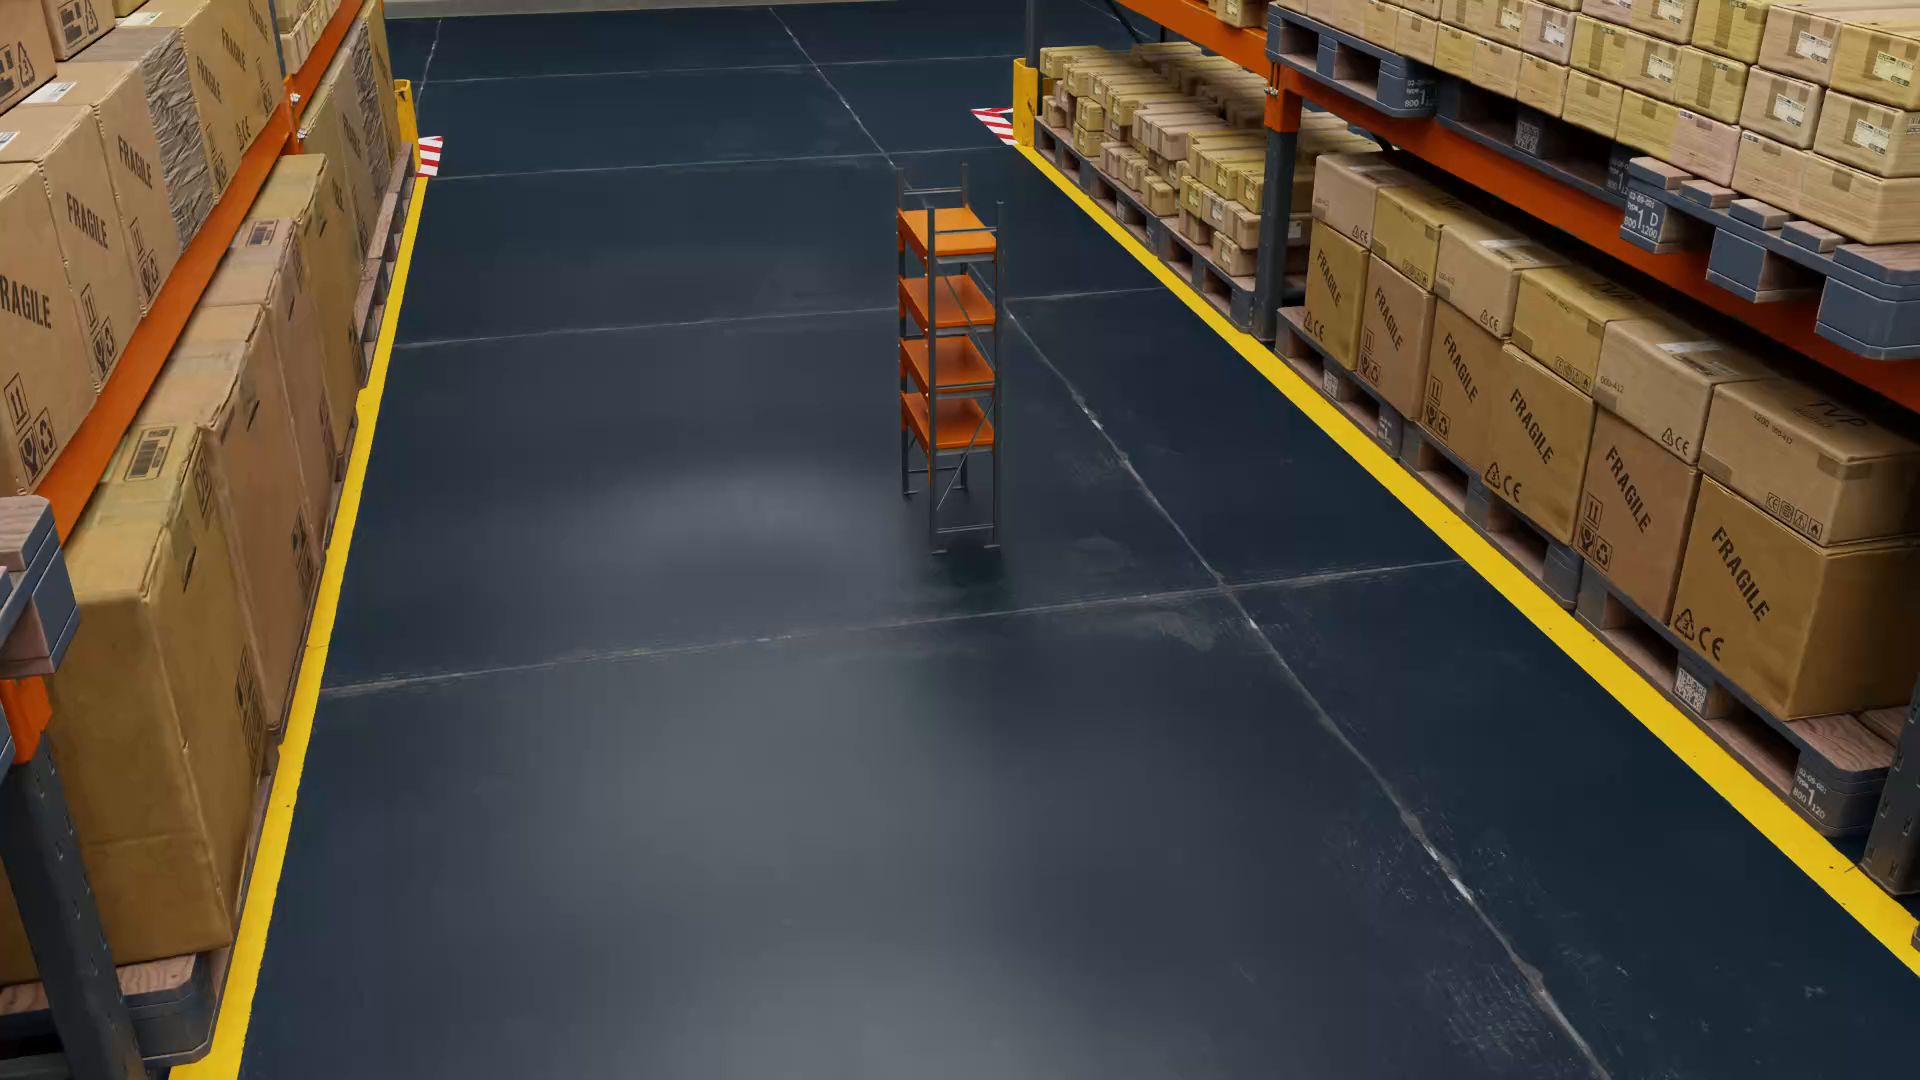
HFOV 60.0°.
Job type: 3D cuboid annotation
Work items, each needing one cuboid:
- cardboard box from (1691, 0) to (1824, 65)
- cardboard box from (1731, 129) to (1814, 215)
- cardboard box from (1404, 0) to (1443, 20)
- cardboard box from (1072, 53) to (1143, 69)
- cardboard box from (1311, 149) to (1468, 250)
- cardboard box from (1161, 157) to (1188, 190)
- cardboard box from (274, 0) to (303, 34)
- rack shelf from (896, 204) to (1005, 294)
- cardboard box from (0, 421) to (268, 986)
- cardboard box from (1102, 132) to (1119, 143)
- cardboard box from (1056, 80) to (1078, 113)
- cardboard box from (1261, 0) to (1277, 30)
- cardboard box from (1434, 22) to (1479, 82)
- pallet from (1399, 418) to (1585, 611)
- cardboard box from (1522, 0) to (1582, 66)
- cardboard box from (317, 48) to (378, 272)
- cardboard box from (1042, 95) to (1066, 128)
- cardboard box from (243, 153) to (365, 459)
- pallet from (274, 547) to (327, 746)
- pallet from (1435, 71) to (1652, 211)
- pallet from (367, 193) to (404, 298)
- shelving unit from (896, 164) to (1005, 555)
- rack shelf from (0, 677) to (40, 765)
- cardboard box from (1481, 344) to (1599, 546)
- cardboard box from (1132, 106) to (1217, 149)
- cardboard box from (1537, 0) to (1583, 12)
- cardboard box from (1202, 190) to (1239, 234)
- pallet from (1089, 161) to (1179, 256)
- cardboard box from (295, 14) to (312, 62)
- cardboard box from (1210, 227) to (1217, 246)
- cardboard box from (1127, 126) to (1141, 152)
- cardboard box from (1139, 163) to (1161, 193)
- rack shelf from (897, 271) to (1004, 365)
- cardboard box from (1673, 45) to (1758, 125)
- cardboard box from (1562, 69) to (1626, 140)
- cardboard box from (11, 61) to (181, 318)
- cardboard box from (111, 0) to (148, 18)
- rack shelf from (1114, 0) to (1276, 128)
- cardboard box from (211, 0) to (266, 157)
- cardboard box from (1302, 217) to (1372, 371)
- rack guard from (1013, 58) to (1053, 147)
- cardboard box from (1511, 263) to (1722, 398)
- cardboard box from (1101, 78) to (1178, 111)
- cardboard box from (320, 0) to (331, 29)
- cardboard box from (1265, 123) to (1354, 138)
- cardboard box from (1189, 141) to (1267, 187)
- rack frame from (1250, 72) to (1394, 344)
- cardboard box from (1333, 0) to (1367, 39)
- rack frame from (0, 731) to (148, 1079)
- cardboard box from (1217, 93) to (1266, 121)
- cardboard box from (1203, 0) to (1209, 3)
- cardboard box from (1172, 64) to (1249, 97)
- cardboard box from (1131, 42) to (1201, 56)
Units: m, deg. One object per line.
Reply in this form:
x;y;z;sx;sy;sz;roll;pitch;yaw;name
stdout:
2.061;-1.281;4.112;0.380;0.149;0.250;-5;27;-10;cardboard box
2.118;-0.900;4.018;0.380;0.149;0.250;-6;27;-12;cardboard box
1.712;-1.831;5.532;0.380;0.149;0.250;-5;27;-10;cardboard box
0.895;-2.865;10.135;0.380;0.149;0.250;-5;27;-11;cardboard box
1.739;-1.357;6.586;0.500;0.250;0.500;-7;28;-14;cardboard box
1.261;-1.919;8.591;0.380;0.149;0.250;-5;27;-10;cardboard box
-2.876;-2.141;6.500;0.500;0.250;0.500;-6;27;-13;cardboard box
-0.037;-0.959;5.447;0.258;0.148;0.480;-6;27;-12;rack shelf
-2.259;0.369;3.582;1.225;0.875;0.875;-7;28;-14;cardboard box
1.037;-2.270;9.616;0.380;0.149;0.250;-6;27;-11;cardboard box
0.803;-2.724;10.185;0.380;0.149;0.250;-6;27;-12;cardboard box
1.538;-2.292;7.240;0.380;0.149;0.250;-6;27;-12;cardboard box
1.770;-1.585;5.374;0.380;0.149;0.250;-6;27;-13;cardboard box
2.285;-0.179;5.870;1.003;0.211;1.213;-6;27;-12;pallet
1.884;-1.491;4.857;0.380;0.149;0.250;-5;27;-10;cardboard box
-3.299;-1.775;7.829;0.875;0.875;0.875;-6;27;-12;cardboard box
0.735;-2.710;10.489;0.380;0.149;0.250;-5;27;-11;cardboard box
-2.861;-0.803;5.904;1.225;0.875;0.875;-6;27;-11;cardboard box
-2.499;0.270;4.981;1.003;0.211;1.213;-6;27;-12;pallet
2.245;-1.325;5.260;1.003;0.211;1.213;-6;27;-12;pallet
-3.399;-1.476;8.441;1.003;0.211;1.213;-6;27;-12;pallet
-0.037;-0.608;5.624;0.258;1.200;0.503;-6;27;-12;shelving unit
-1.673;1.112;1.016;1.077;0.370;4.000;-6;27;-12;rack shelf
2.080;-0.339;5.400;0.500;0.500;0.500;-7;28;-14;cardboard box
1.131;-2.177;8.772;0.380;0.149;0.250;-7;28;-13;cardboard box
1.885;-1.623;4.790;0.380;0.149;0.250;-5;27;-9;cardboard box
1.376;-1.573;7.906;0.380;0.149;0.250;-7;28;-14;cardboard box
1.366;-1.885;9.251;1.003;0.211;1.213;-6;27;-12;pallet
-2.827;-2.010;6.681;0.380;0.149;0.250;-7;28;-13;cardboard box
1.433;-1.477;8.045;0.380;0.149;0.250;-5;27;-10;cardboard box
1.151;-2.280;9.306;0.380;0.149;0.250;-5;27;-9;cardboard box
1.183;-1.930;8.943;0.380;0.149;0.250;-5;27;-11;cardboard box
-0.037;-0.748;5.553;0.258;0.148;0.480;-6;27;-12;rack shelf
2.053;-1.157;4.196;0.380;0.149;0.250;-5;27;-10;cardboard box
1.945;-1.241;4.693;0.380;0.149;0.250;-7;28;-14;cardboard box
-2.205;-0.823;3.941;0.500;0.500;0.500;-6;27;-13;cardboard box
-2.730;-1.753;4.670;0.797;0.503;0.637;-6;27;-11;cardboard box
1.379;-2.859;8.884;1.077;0.370;4.000;-6;27;-12;rack shelf
-2.549;-1.492;5.266;0.500;0.500;0.500;-5;27;-10;cardboard box
1.738;-1.022;6.755;0.500;0.500;0.500;-5;27;-10;cardboard box
0.946;-2.909;10.958;1.175;0.500;0.348;-6;27;-12;rack guard
2.098;-0.671;5.227;0.500;0.250;0.500;-5;27;-10;cardboard box
1.017;-2.518;9.448;0.380;0.149;0.250;-5;27;-10;cardboard box
-3.006;-2.353;7.361;0.380;0.149;0.250;-6;27;-12;cardboard box
1.764;-2.000;8.421;0.380;0.149;0.250;-7;28;-13;cardboard box
1.337;-1.829;8.082;0.380;0.149;0.250;-6;27;-12;cardboard box
1.830;-2.302;6.982;1.000;3.000;0.127;-6;27;-12;rack frame
1.591;-1.927;6.051;0.380;0.149;0.250;-6;27;-11;cardboard box
-2.120;-0.087;2.594;0.949;2.616;0.053;-6;27;-12;rack frame
1.627;-2.343;9.101;0.380;0.149;0.250;-6;27;-11;cardboard box
1.380;-2.637;7.925;0.380;0.149;0.250;-7;28;-13;cardboard box
1.474;-2.695;9.798;0.380;0.149;0.250;-7;28;-14;cardboard box
1.295;-3.032;10.465;0.380;0.149;0.250;-6;27;-11;cardboard box
